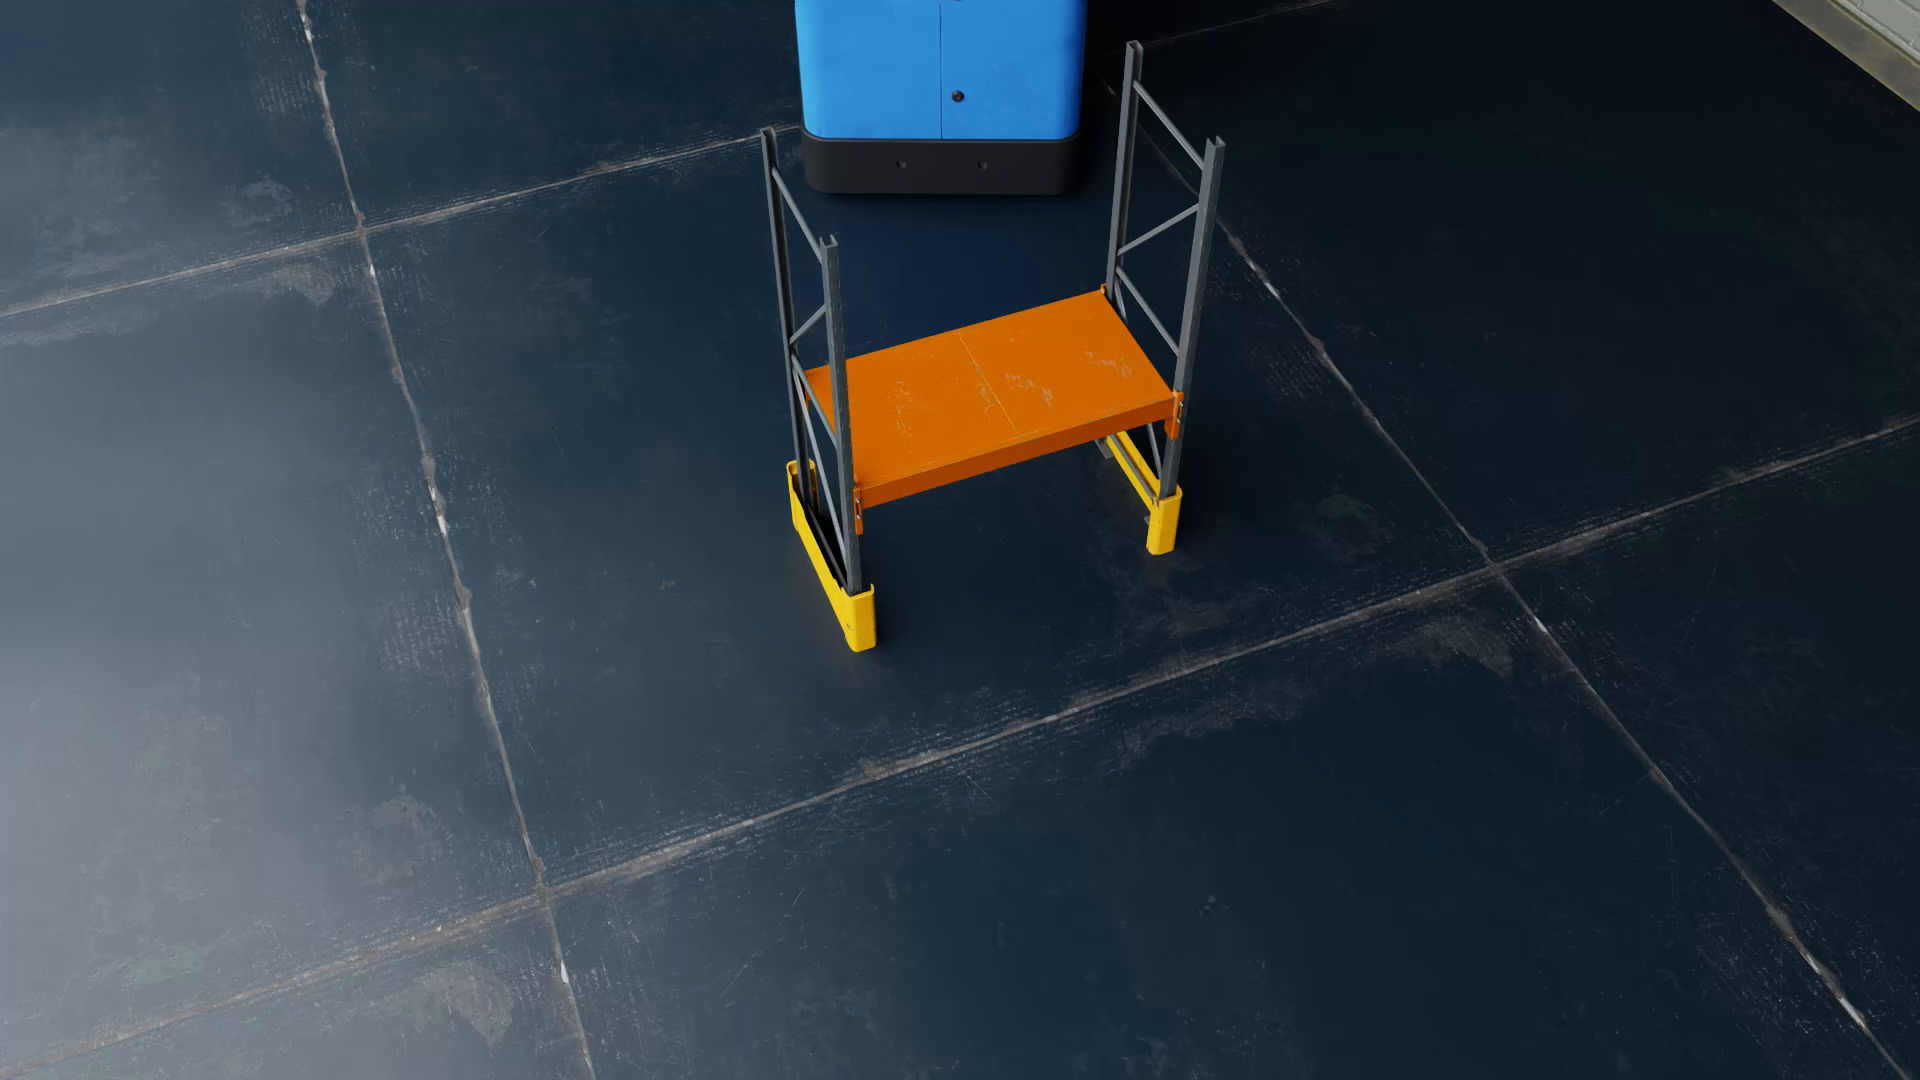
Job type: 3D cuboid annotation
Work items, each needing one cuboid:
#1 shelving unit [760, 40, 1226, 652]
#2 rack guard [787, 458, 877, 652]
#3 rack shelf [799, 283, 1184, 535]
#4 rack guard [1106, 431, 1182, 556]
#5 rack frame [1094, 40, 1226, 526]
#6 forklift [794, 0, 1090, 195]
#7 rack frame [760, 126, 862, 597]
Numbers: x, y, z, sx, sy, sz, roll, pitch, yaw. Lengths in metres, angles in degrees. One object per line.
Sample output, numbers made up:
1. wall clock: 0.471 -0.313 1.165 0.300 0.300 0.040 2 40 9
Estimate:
1. shelving unit: 0.071 -0.510 4.700 1.083 1.500 0.587 -17 52 -14
2. rack guard: -0.390 0.040 5.051 0.087 0.250 0.587 -17 52 -14
3. rack shelf: 0.079 -0.396 4.838 1.000 0.185 0.538 -17 52 -14
4. rack guard: 0.532 -0.246 5.297 0.087 0.250 0.587 -17 52 -14
5. rack frame: 0.550 -0.659 4.827 0.032 1.500 0.500 -17 52 -14
6. forklift: -0.049 -3.361 6.204 1.130 2.935 3.031 1 49 0
7. rack frame: -0.392 -0.367 4.577 0.032 1.500 0.500 -17 52 -14
